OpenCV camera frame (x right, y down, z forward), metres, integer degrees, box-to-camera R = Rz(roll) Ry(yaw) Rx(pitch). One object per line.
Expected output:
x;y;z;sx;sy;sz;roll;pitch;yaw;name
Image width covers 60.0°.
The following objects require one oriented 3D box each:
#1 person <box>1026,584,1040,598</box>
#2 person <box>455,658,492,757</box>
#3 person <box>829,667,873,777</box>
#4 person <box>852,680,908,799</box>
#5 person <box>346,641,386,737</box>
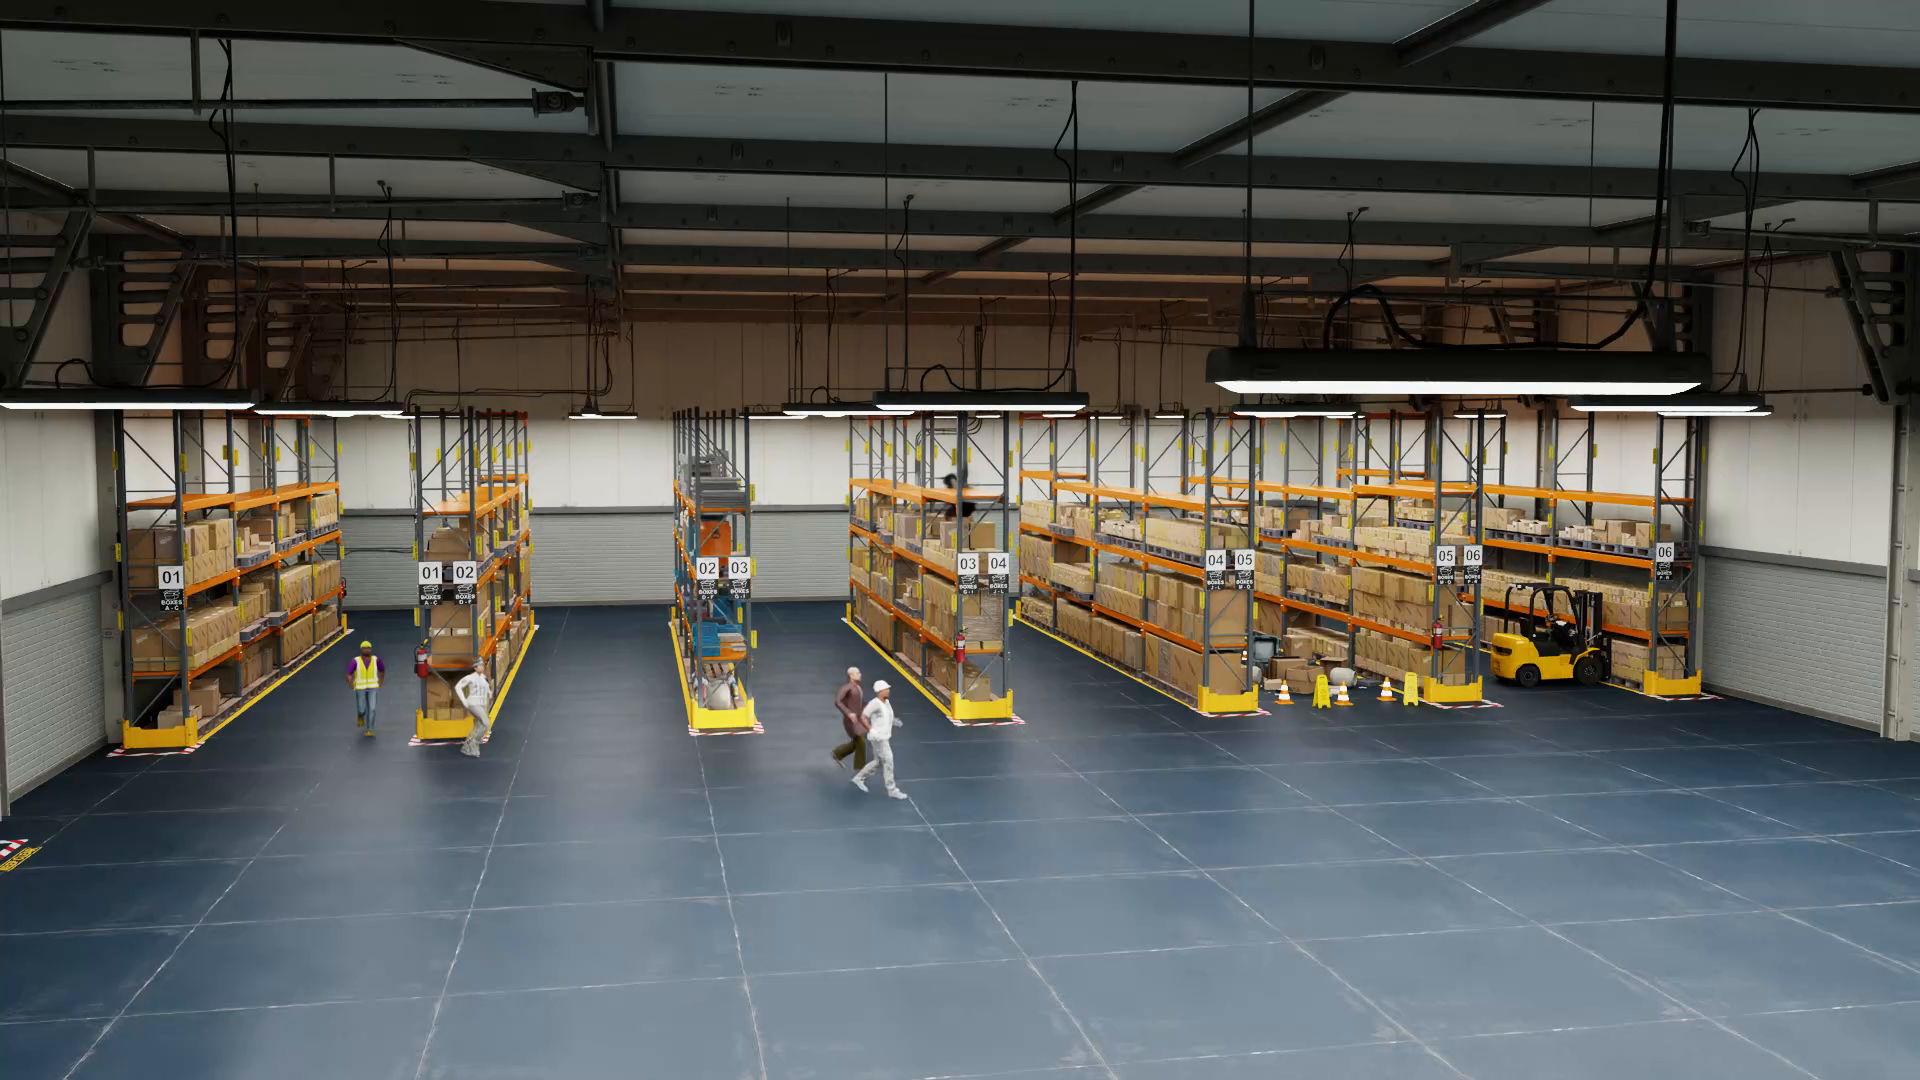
2.221;1.304;49.865;0.700;1.789;0.679;-1;4;-12;person
-8.274;2.859;28.545;0.598;1.674;0.607;1;4;13;person
-1.779;2.935;26.966;0.808;1.766;0.726;1;4;18;person
-1.222;3.017;25.276;0.913;1.780;0.701;1;4;11;person
-10.817;2.704;30.338;0.695;1.716;0.737;-2;4;-25;person
